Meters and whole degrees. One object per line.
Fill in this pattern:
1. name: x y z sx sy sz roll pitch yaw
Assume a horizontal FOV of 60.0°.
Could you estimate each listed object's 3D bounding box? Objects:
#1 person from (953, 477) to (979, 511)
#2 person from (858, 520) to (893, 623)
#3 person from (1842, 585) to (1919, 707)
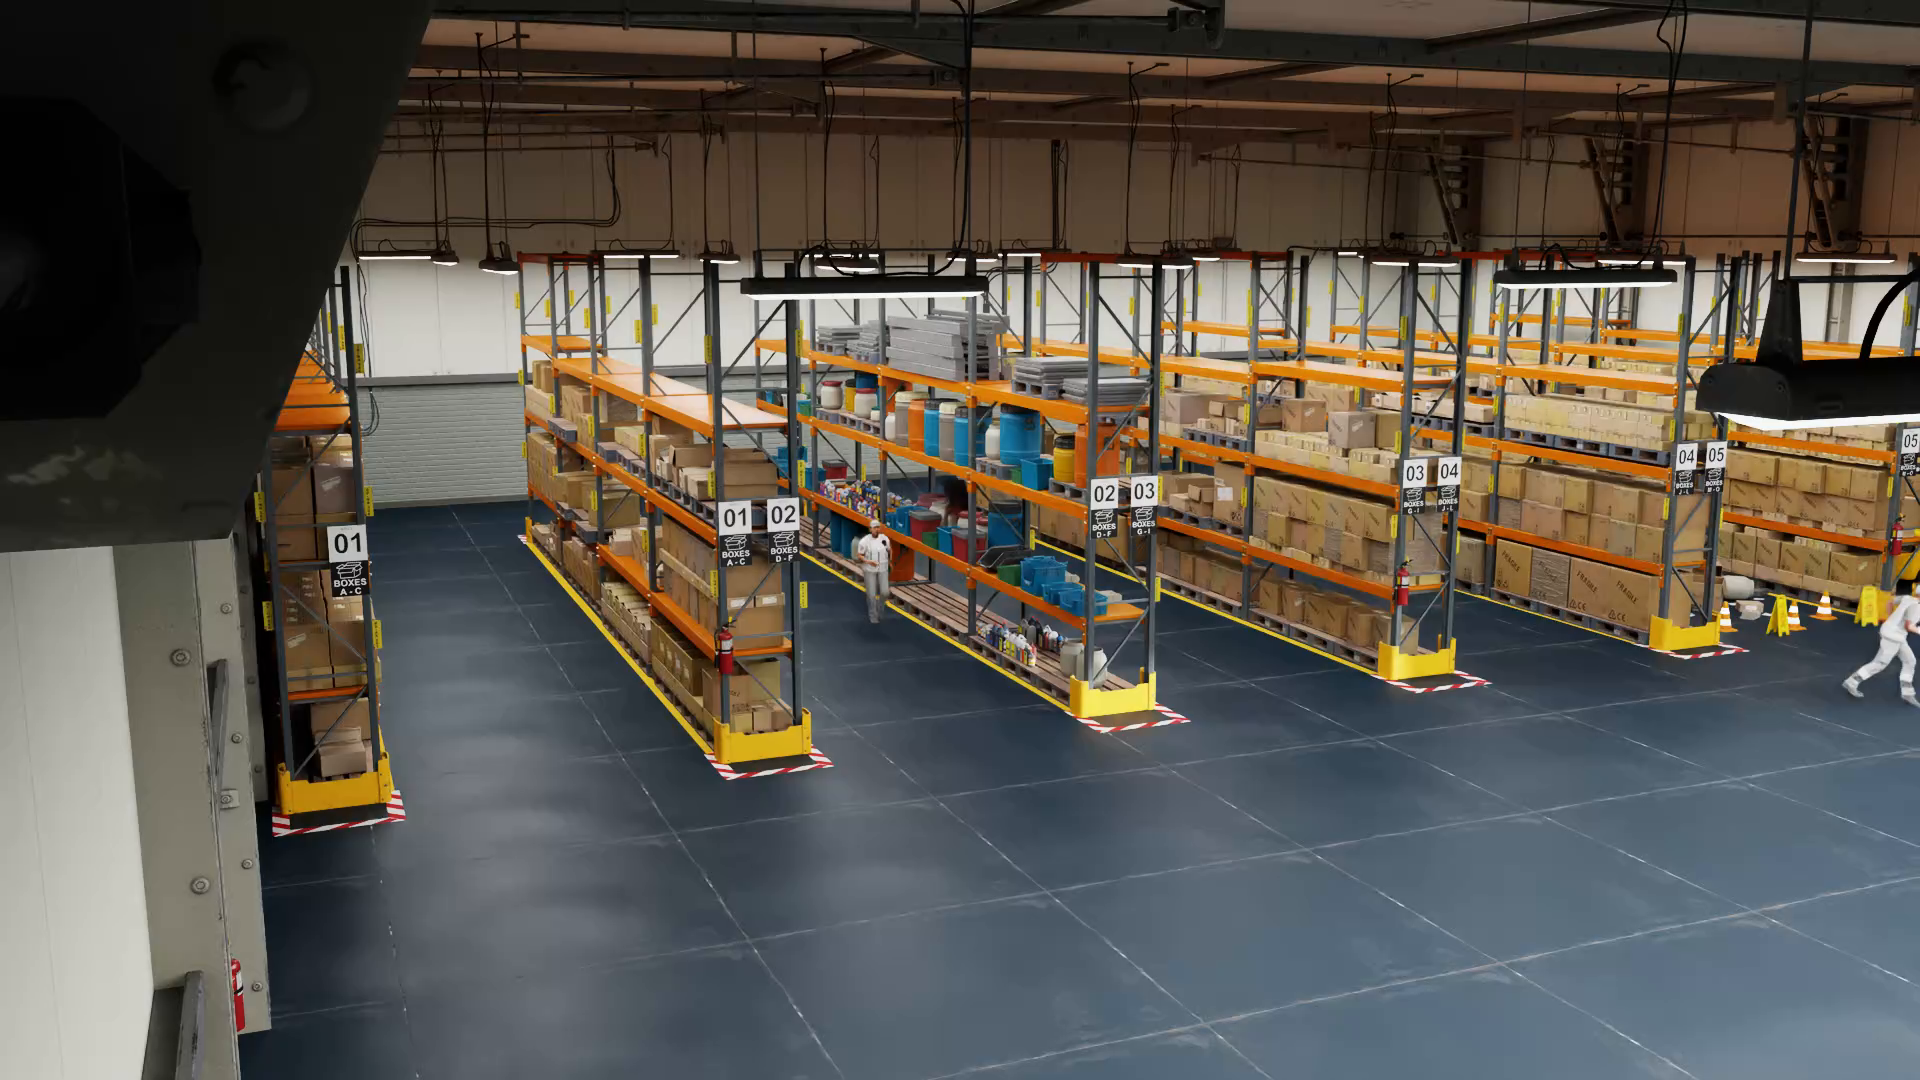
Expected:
1. person: 0.116 -0.787 35.047 0.623 1.631 0.762 -6 12 -28
2. person: -1.304 0.503 26.177 0.599 1.645 0.531 -3 11 -16
3. person: 12.685 1.417 22.711 1.056 1.731 0.704 3 11 17
